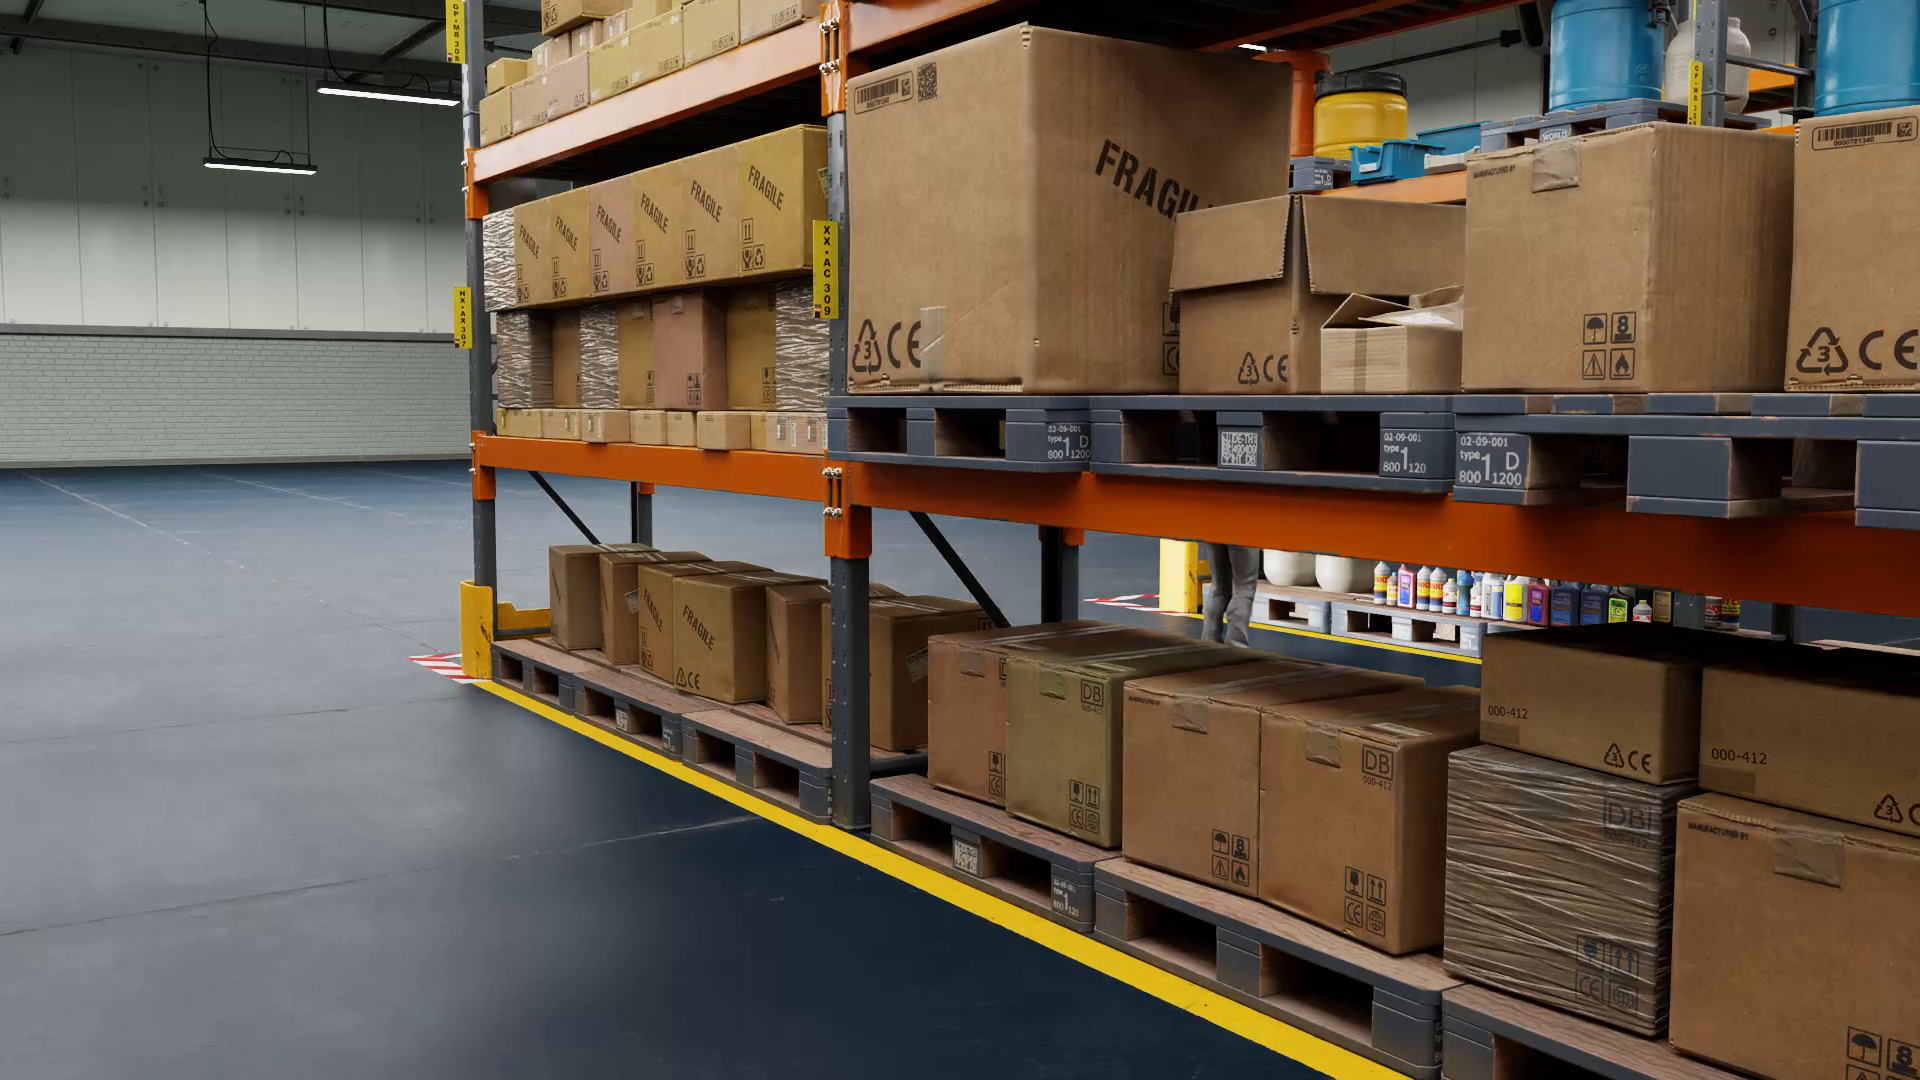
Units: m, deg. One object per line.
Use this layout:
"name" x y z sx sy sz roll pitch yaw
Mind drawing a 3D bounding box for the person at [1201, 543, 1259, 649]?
"person" 1.555 -0.022 9.163 0.493 1.494 0.404 -3 6 -33
